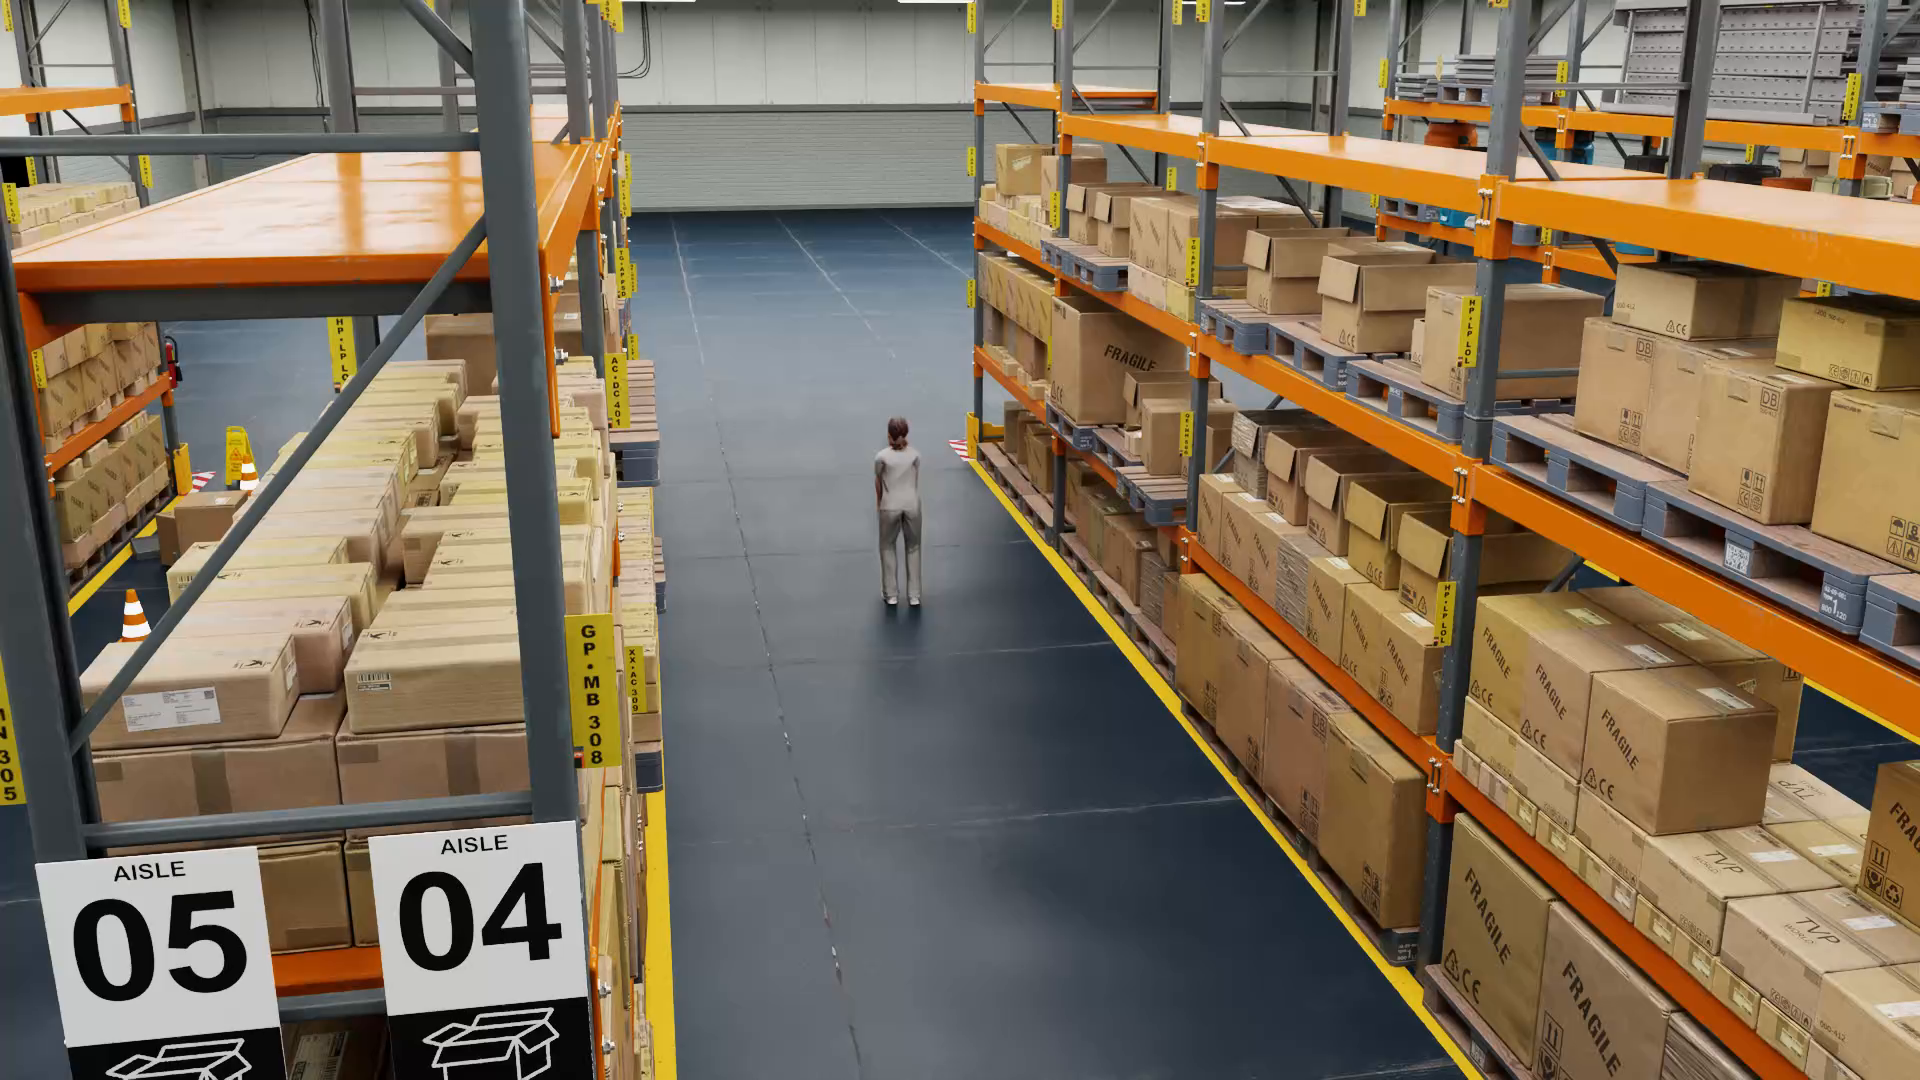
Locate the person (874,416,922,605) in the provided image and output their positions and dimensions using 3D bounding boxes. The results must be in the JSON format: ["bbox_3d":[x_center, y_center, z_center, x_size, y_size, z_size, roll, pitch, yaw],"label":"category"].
[{"bbox_3d":[-0.545,-0.271,14.484,0.411,1.666,0.504,-3,17,-11],"label":"person"}]
